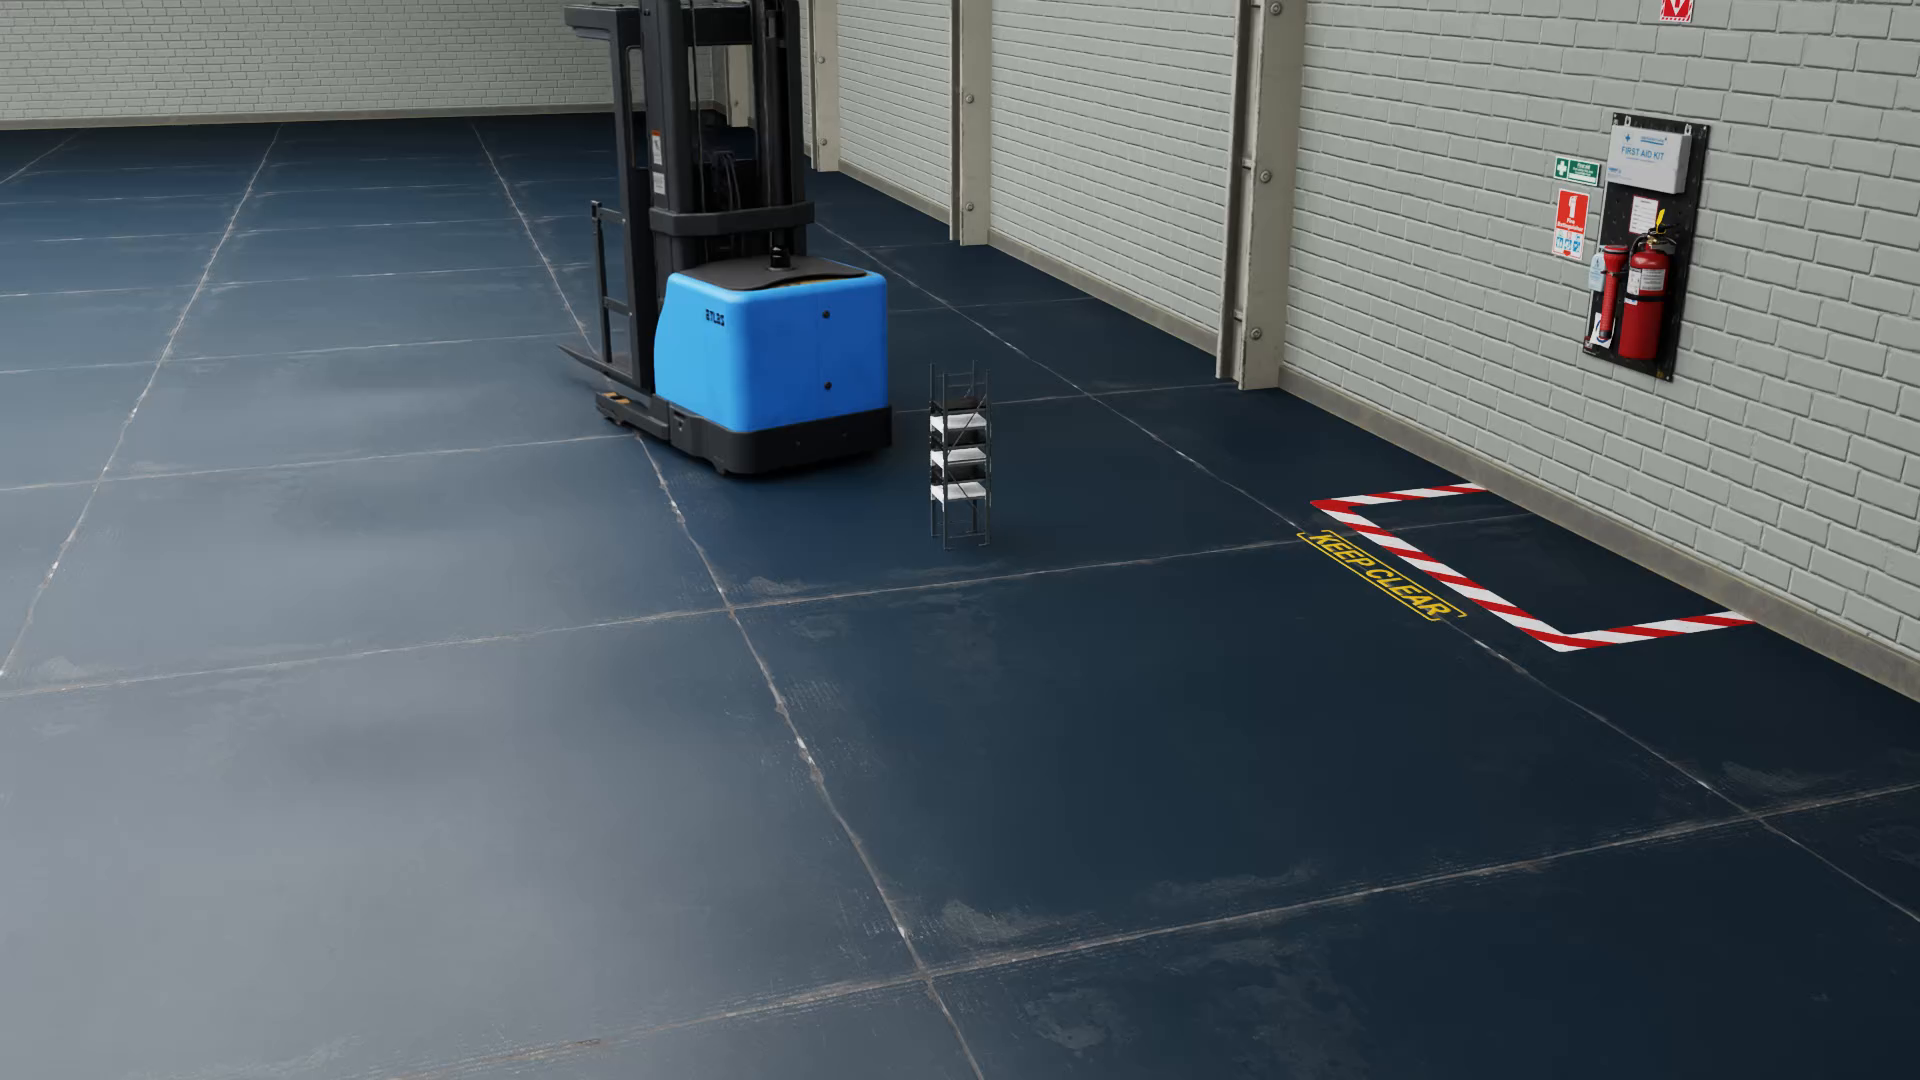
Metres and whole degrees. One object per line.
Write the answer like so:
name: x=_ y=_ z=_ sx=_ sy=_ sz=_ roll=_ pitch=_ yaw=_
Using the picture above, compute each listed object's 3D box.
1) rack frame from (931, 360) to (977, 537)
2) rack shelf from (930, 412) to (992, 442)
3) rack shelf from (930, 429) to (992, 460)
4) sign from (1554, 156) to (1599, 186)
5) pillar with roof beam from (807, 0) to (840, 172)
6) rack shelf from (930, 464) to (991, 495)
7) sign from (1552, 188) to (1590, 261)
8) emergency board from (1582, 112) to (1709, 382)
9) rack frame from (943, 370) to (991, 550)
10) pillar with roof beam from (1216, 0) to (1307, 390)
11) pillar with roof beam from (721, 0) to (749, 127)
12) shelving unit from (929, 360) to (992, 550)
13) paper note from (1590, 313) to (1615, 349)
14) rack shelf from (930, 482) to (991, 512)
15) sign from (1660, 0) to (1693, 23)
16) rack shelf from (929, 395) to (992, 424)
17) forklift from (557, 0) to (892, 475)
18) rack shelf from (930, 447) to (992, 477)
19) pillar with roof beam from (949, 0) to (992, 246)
rack frame: x=-0.029 y=-0.454 z=8.348 sx=0.240 sy=0.900 sz=0.006 roll=-6 pitch=21 yaw=-17
rack shelf: x=0.003 y=-0.559 z=8.208 sx=0.258 sy=0.077 sz=0.200 roll=-6 pitch=21 yaw=-17
rack shelf: x=0.003 y=-0.474 z=8.238 sx=0.258 sy=0.077 sz=0.200 roll=-6 pitch=21 yaw=-17
sign: x=3.051 y=-1.828 z=8.232 sx=0.001 sy=0.109 sz=0.331 roll=-6 pitch=21 yaw=-17
pillar with roof beam: x=-5.870 y=-8.721 z=19.385 sx=9.100 sy=9.000 sz=0.400 roll=-6 pitch=21 yaw=-17
rack shelf: x=0.003 y=-0.305 z=8.299 sx=0.258 sy=0.077 sz=0.200 roll=-6 pitch=21 yaw=-17
sign: x=3.058 y=-1.581 z=8.328 sx=0.001 sy=0.329 sz=0.234 roll=-6 pitch=21 yaw=-17
emergency board: x=3.133 y=-1.376 z=7.810 sx=0.194 sy=1.169 sz=0.643 roll=-6 pitch=21 yaw=-17
rack frame: x=0.034 y=-0.388 z=8.166 sx=0.240 sy=0.900 sz=0.006 roll=-6 pitch=21 yaw=-17
pillar with roof beam: x=-2.099 y=-4.870 z=8.664 sx=9.100 sy=9.000 sz=0.400 roll=-6 pitch=21 yaw=-17
pillar with roof beam: x=-7.756 y=-10.647 z=24.746 sx=9.100 sy=9.000 sz=0.400 roll=-6 pitch=21 yaw=-17
shelving unit: x=0.003 y=-0.421 z=8.257 sx=0.258 sy=0.900 sz=0.210 roll=-6 pitch=21 yaw=-17
paper note: x=3.143 y=-1.026 z=8.137 sx=0.016 sy=0.148 sz=0.142 roll=-6 pitch=21 yaw=-17
rack shelf: x=0.003 y=-0.220 z=8.329 sx=0.258 sy=0.077 sz=0.200 roll=-6 pitch=21 yaw=-17
sign: x=3.225 y=-2.480 z=7.455 sx=0.001 sy=0.298 sz=0.199 roll=-6 pitch=21 yaw=-17
rack shelf: x=0.003 y=-0.644 z=8.177 sx=0.258 sy=0.077 sz=0.200 roll=-6 pitch=21 yaw=-17
forklift: x=-1.659 y=-2.182 z=10.156 sx=1.130 sy=2.935 sz=3.031 roll=-13 pitch=24 yaw=-33
rack shelf: x=0.003 y=-0.390 z=8.268 sx=0.258 sy=0.077 sz=0.200 roll=-6 pitch=21 yaw=-17
pillar with roof beam: x=-3.985 y=-6.796 z=14.024 sx=9.100 sy=9.000 sz=0.400 roll=-6 pitch=21 yaw=-17
